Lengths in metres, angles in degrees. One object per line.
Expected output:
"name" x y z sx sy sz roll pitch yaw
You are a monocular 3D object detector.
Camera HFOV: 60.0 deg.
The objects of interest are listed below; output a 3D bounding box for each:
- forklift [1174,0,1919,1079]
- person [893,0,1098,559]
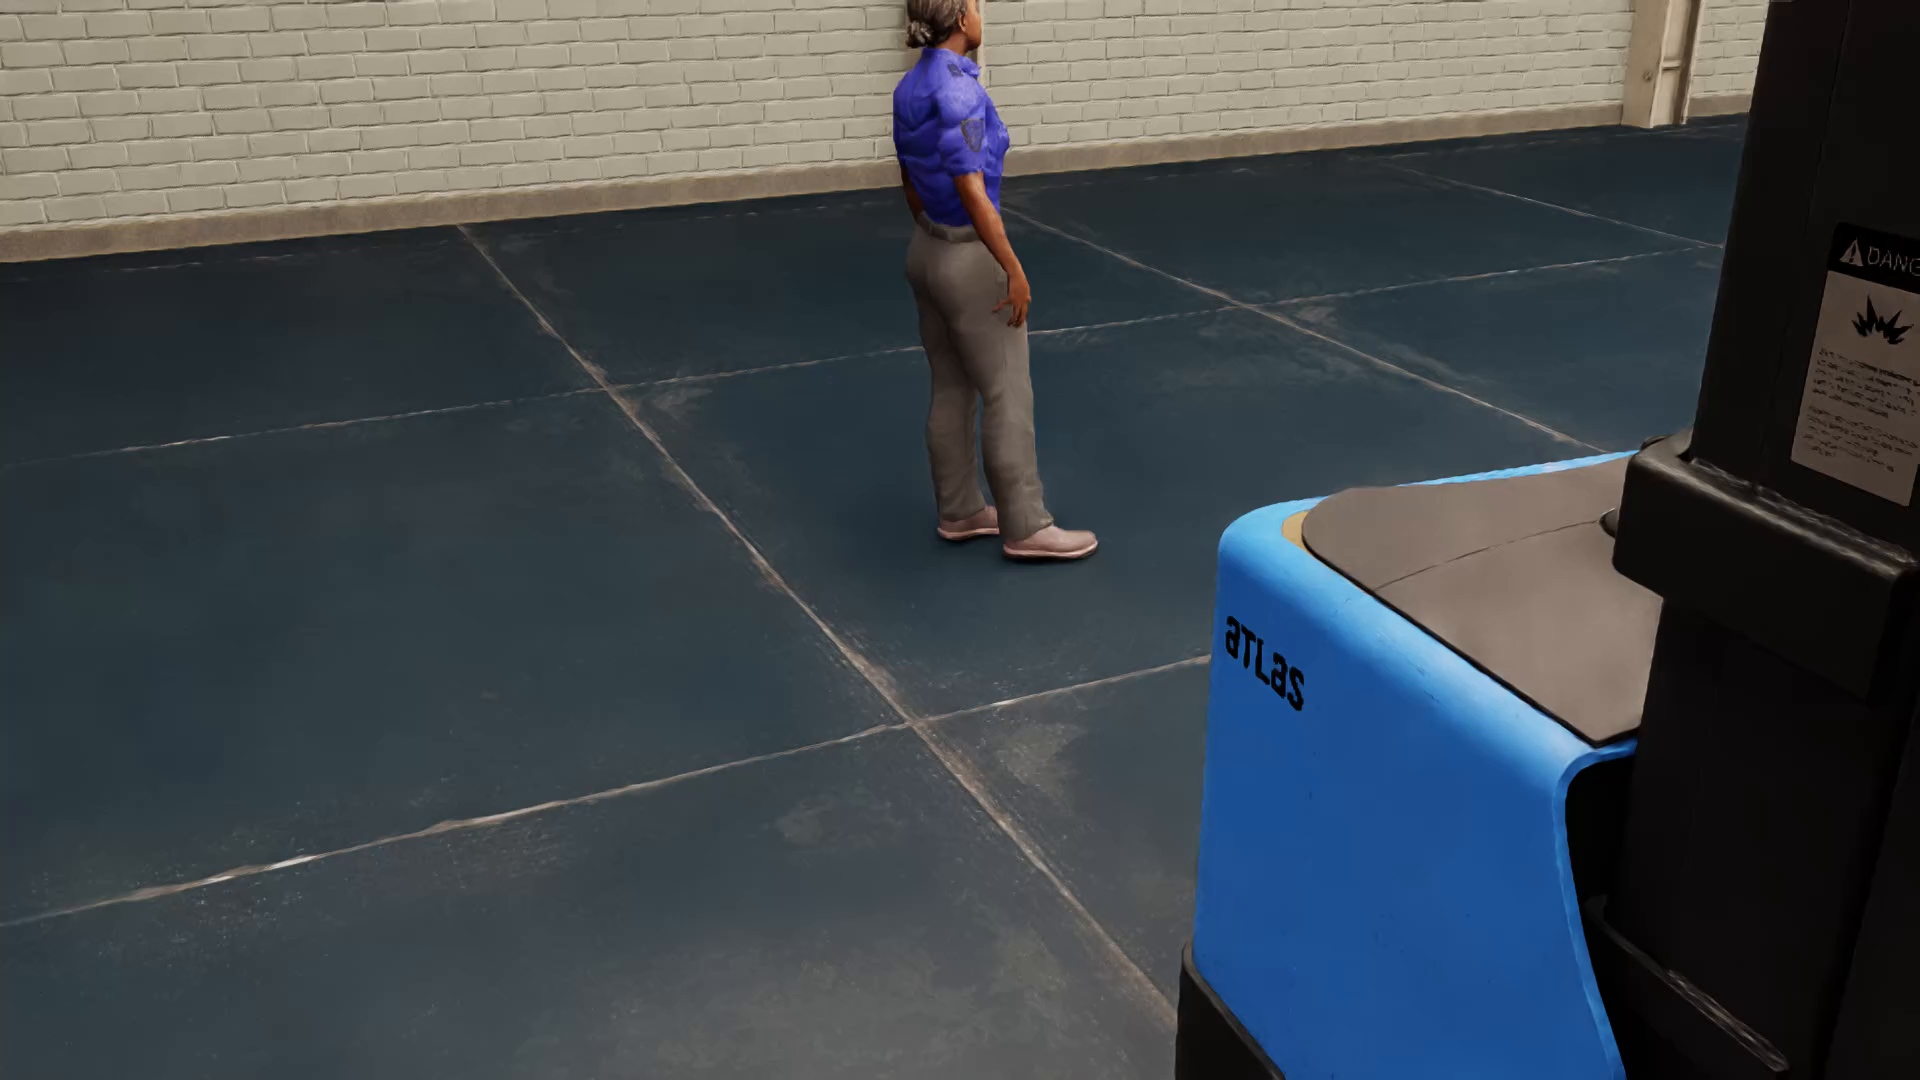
"forklift" 1.356 0.055 1.154 1.130 2.935 3.031 -8 24 -19
"person" 0.088 -0.773 4.807 0.503 1.642 0.570 -10 25 -23
